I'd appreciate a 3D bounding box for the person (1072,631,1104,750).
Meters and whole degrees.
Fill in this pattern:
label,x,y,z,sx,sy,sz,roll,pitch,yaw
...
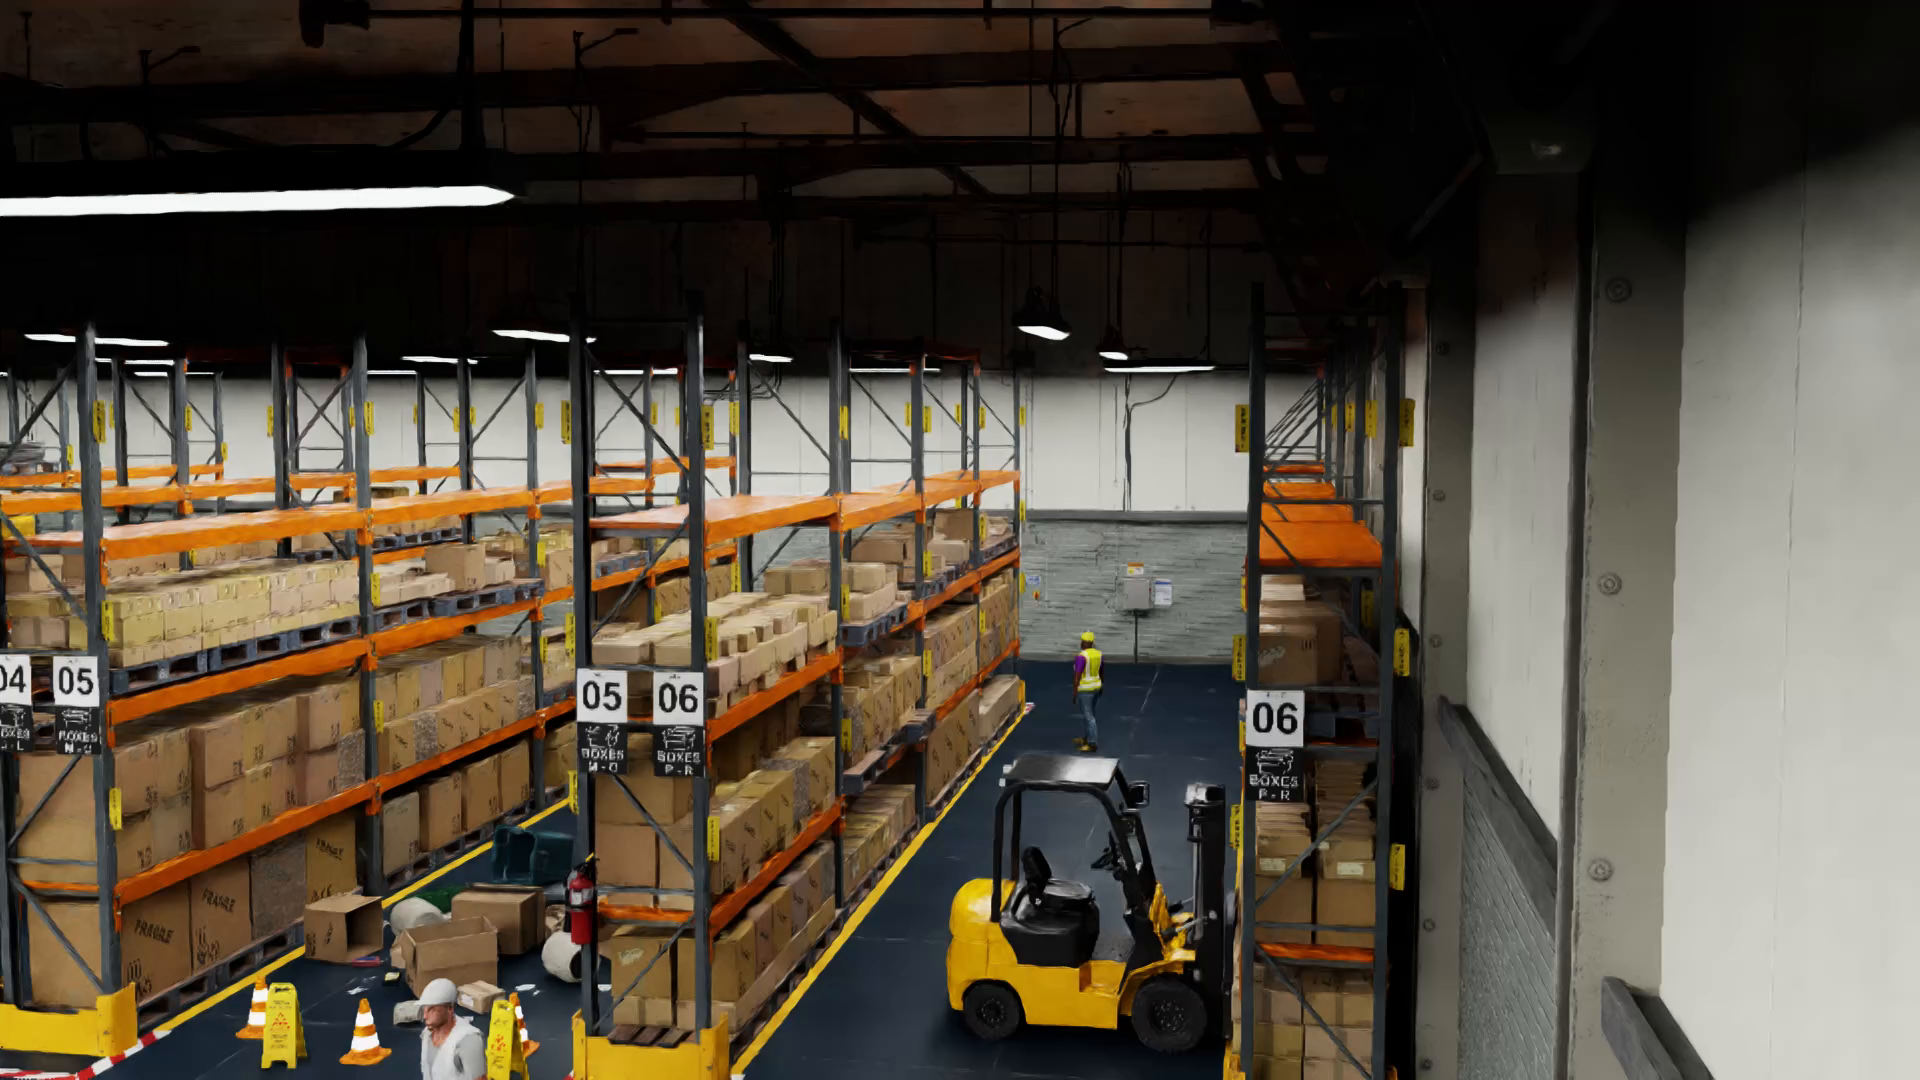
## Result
label,x,y,z,sx,sy,sz,roll,pitch,yaw
person,1.908,2.251,25.125,0.579,1.763,0.676,3,6,37

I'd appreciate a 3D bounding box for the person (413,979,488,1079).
label,x,y,z,sx,sy,sz,roll,pitch,yaw
person,-3.065,3.496,10.108,0.596,1.739,0.987,3,5,32
